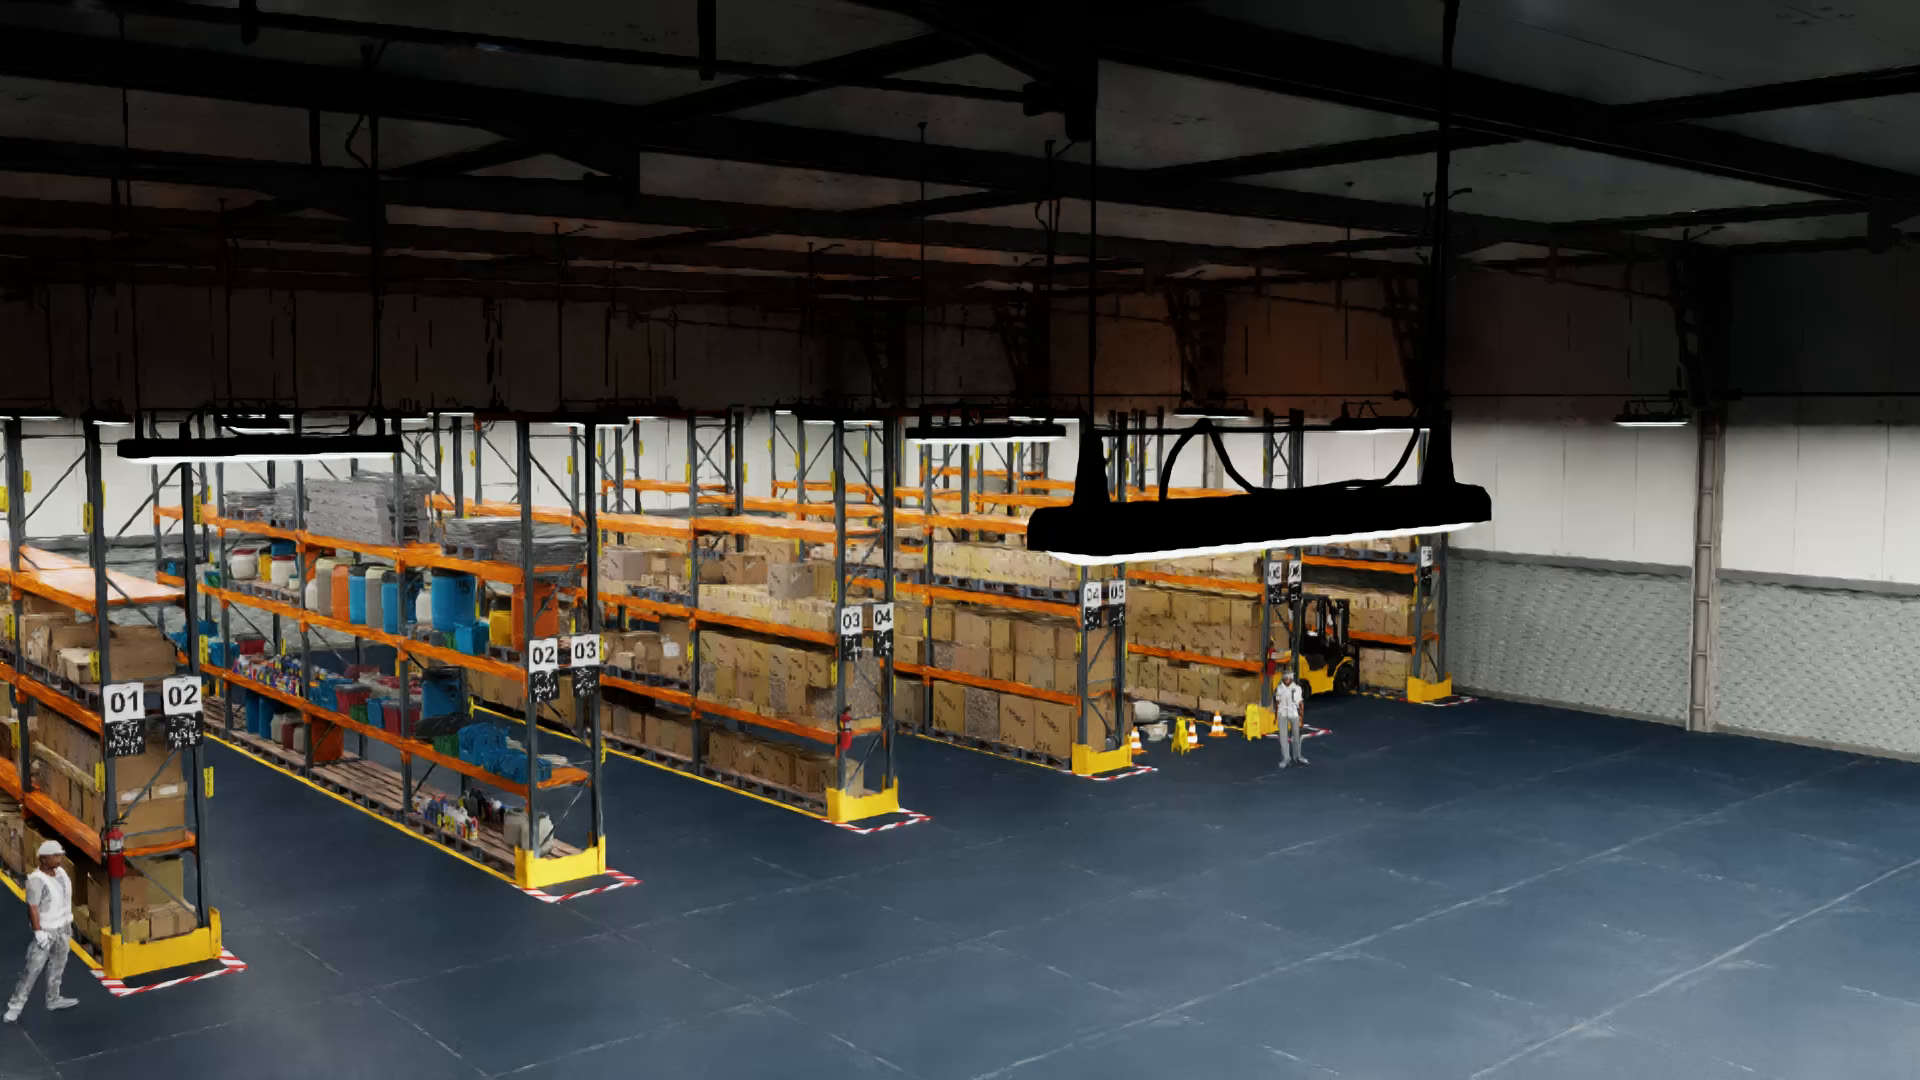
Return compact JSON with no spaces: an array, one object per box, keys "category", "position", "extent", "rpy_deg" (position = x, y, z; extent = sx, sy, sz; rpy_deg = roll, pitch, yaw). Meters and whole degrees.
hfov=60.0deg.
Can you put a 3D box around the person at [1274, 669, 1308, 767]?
[{"category":"person","position":[5.627,3.013,28.430],"extent":[0.505,1.664,0.518],"rpy_deg":[2,5,22]}]

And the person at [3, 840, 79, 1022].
[{"category":"person","position":[-9.388,3.962,16.924],"extent":[0.498,1.778,0.741],"rpy_deg":[1,5,6]}]
